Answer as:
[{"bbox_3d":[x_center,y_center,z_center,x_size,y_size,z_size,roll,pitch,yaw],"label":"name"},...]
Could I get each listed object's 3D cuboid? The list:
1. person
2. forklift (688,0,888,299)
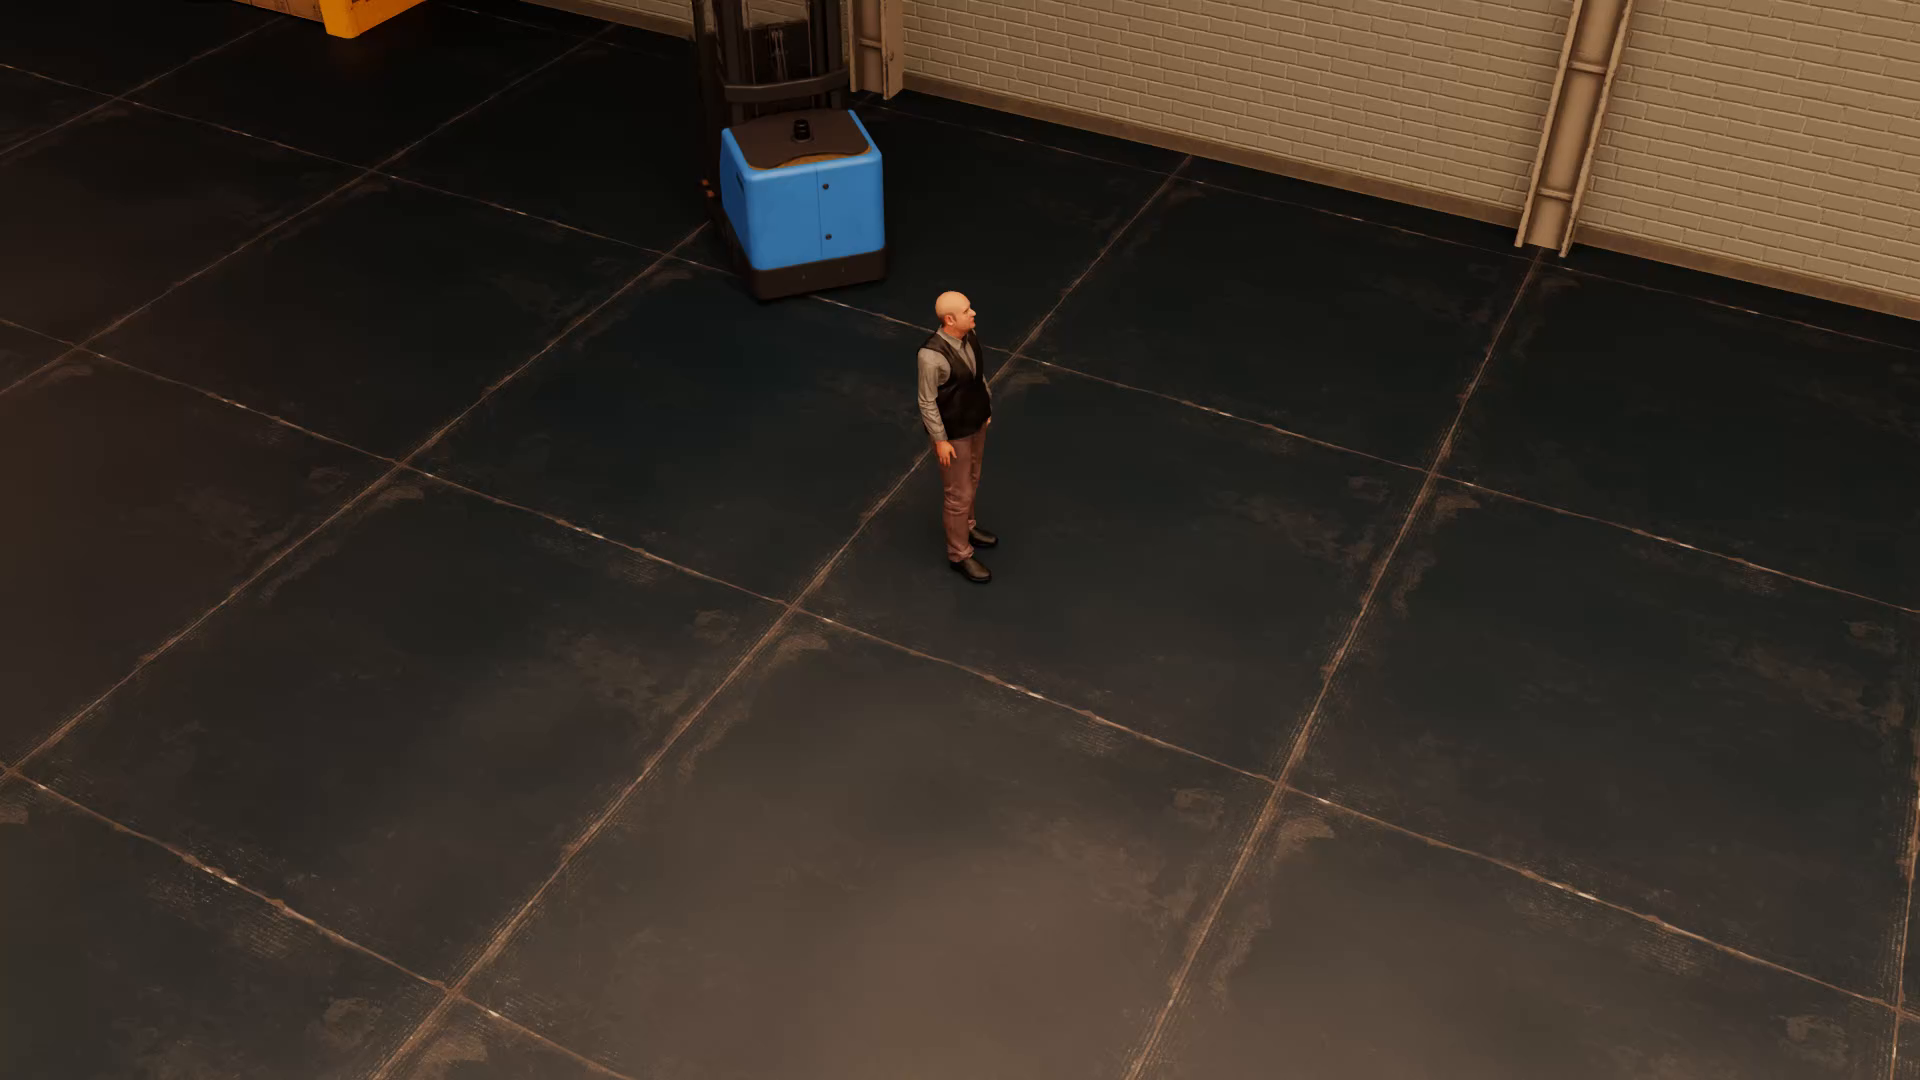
[{"bbox_3d":[0.059,-0.611,9.696,0.551,1.650,0.633,18,43,21],"label":"person"},{"bbox_3d":[-1.498,-3.854,12.563,1.130,2.935,3.031,-12,42,-14],"label":"forklift"}]
